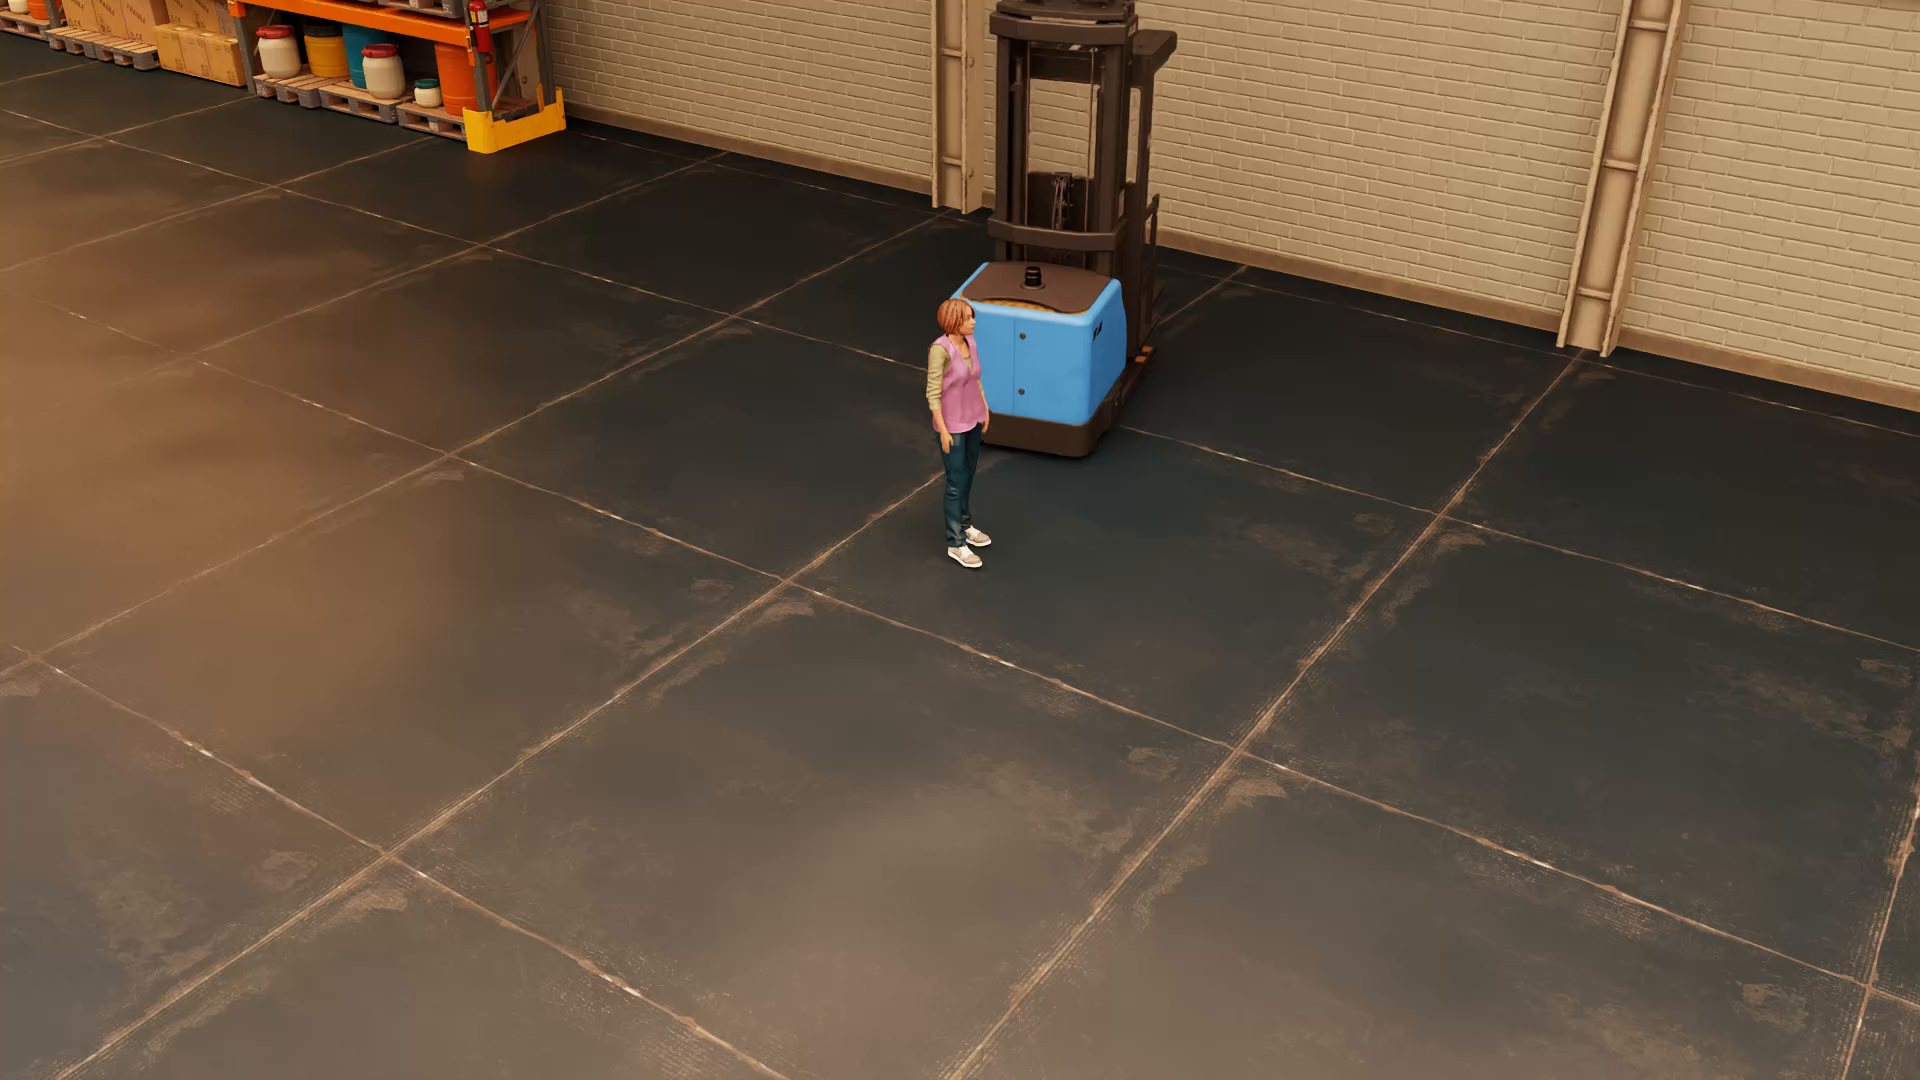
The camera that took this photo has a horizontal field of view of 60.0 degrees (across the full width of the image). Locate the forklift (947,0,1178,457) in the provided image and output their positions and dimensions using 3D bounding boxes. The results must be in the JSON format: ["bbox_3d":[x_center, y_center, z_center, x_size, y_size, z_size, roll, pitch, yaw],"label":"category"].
[{"bbox_3d":[0.872,-2.559,11.988,1.130,2.935,3.031,10,32,17],"label":"forklift"}]

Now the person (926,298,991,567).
[{"bbox_3d":[0.054,-0.670,10.050,0.473,1.599,0.521,19,35,29],"label":"person"}]
